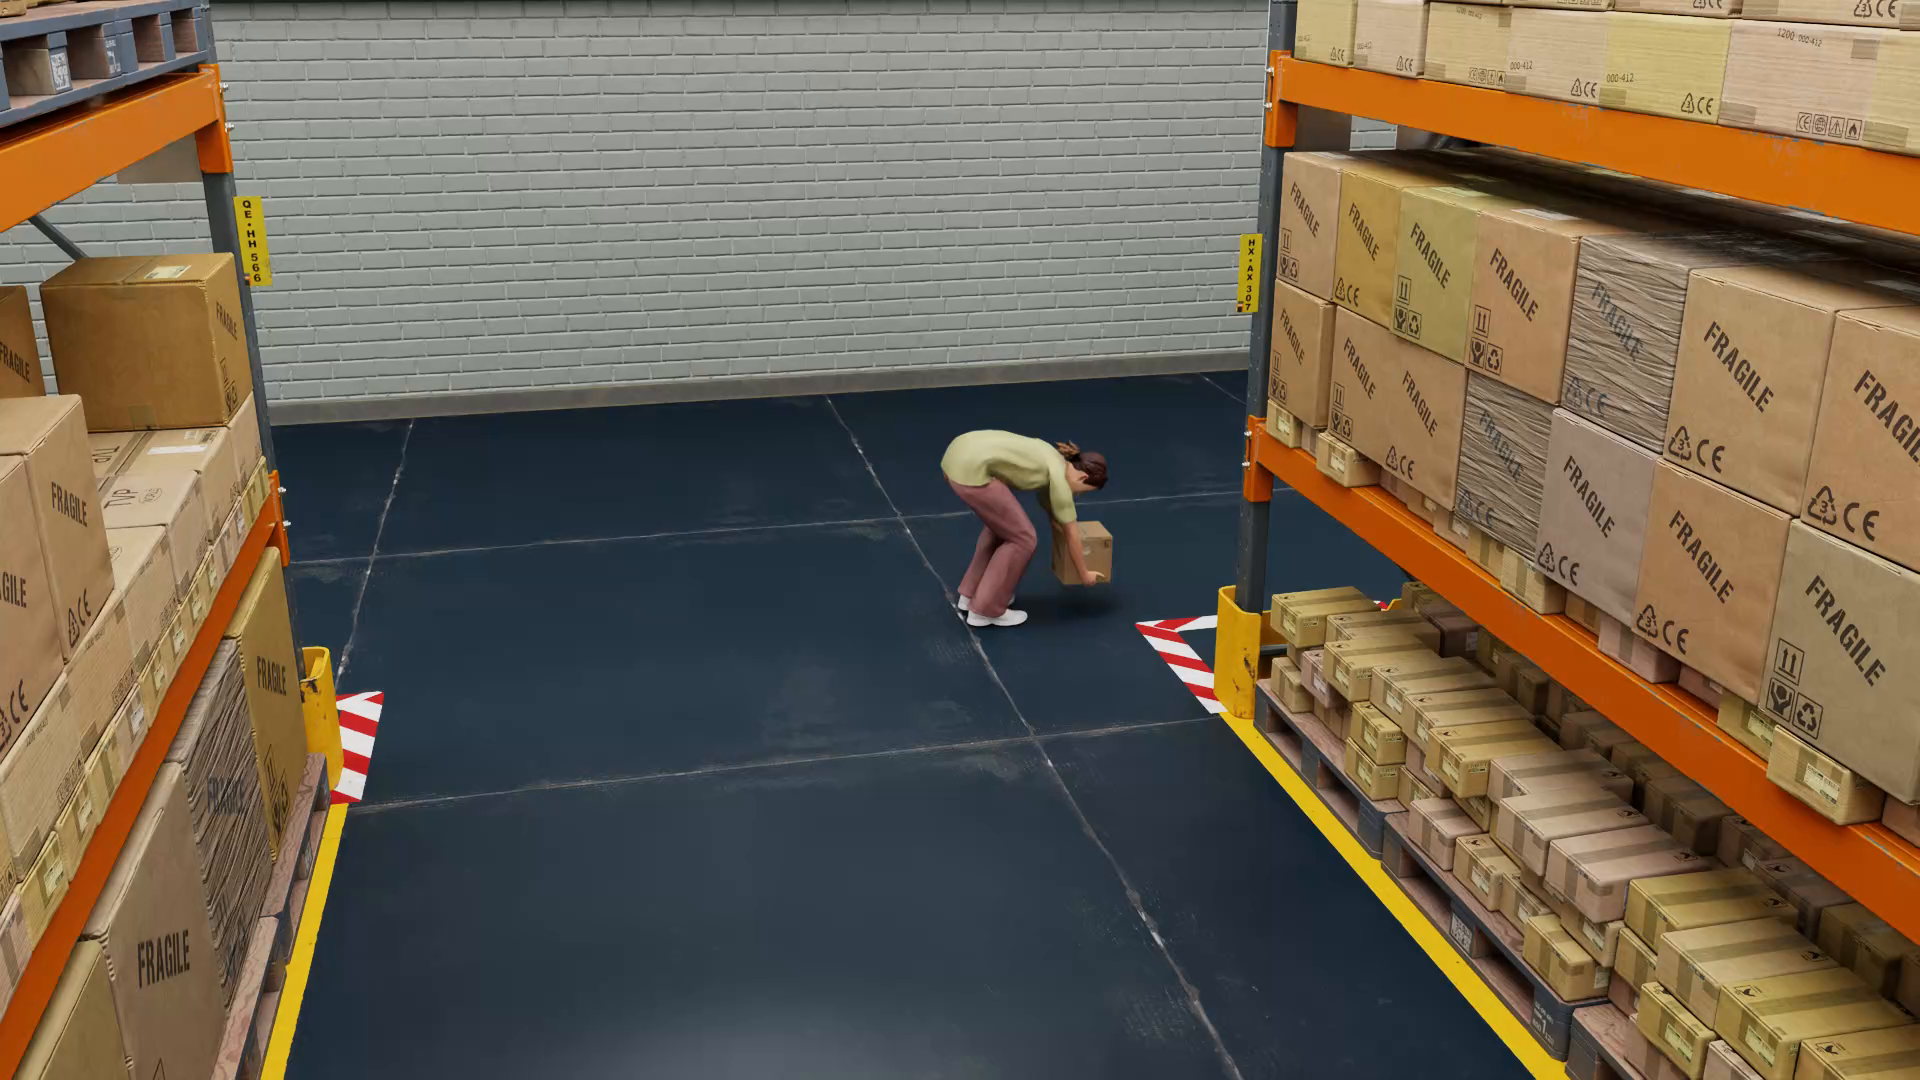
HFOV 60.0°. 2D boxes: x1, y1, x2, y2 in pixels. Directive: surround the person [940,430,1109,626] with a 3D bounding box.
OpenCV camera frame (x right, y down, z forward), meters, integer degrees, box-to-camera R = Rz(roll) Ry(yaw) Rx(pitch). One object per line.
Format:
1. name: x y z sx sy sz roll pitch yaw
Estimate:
1. person: 0.336 -0.061 8.372 0.854 0.914 0.457 -5 20 -14
